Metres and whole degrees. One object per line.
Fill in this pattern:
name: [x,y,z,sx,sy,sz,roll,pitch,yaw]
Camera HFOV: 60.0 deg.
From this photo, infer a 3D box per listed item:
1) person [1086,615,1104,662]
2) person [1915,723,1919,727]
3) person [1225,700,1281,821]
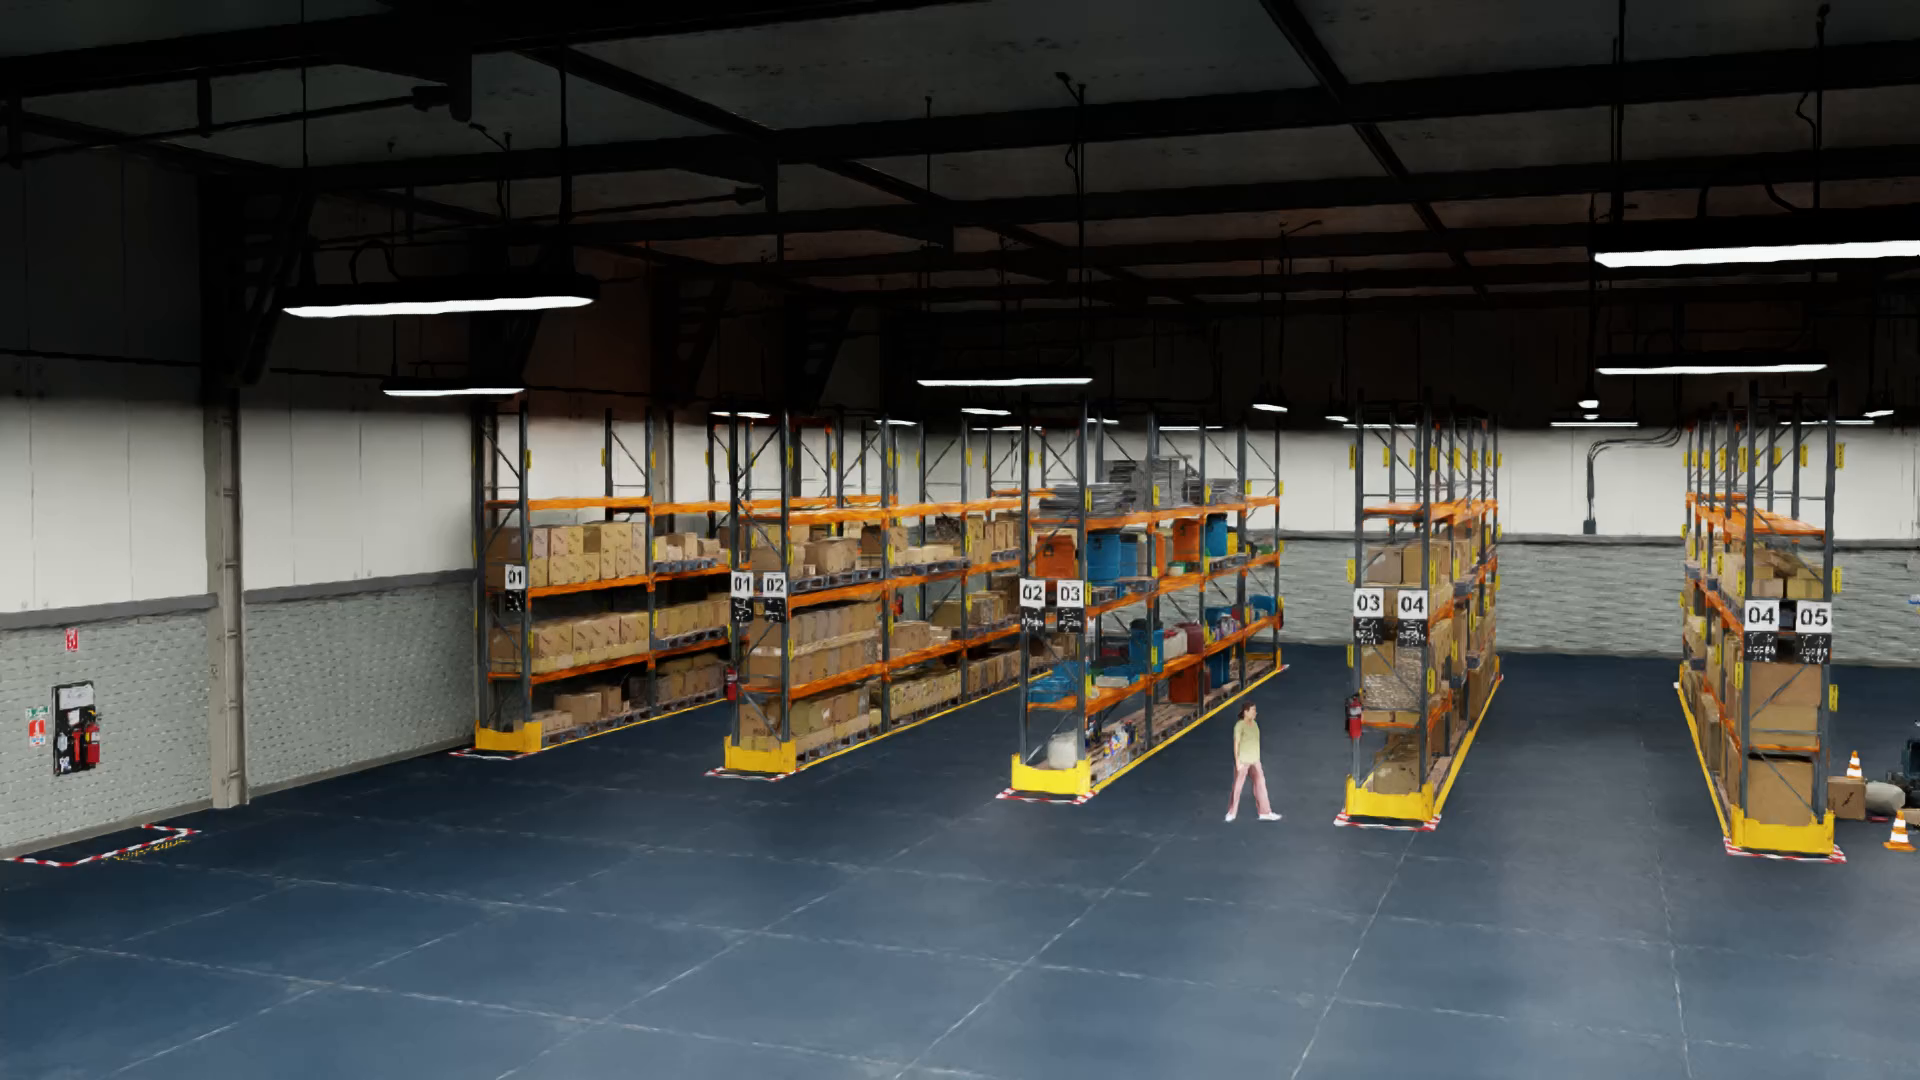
person: [3.072,2.331,38.381,0.497,1.583,1.090,1,3,23]
person: [17.894,2.636,30.612,0.555,1.724,0.635,2,4,40]
person: [4.007,3.039,22.955,0.690,1.661,0.562,-2,3,-33]
